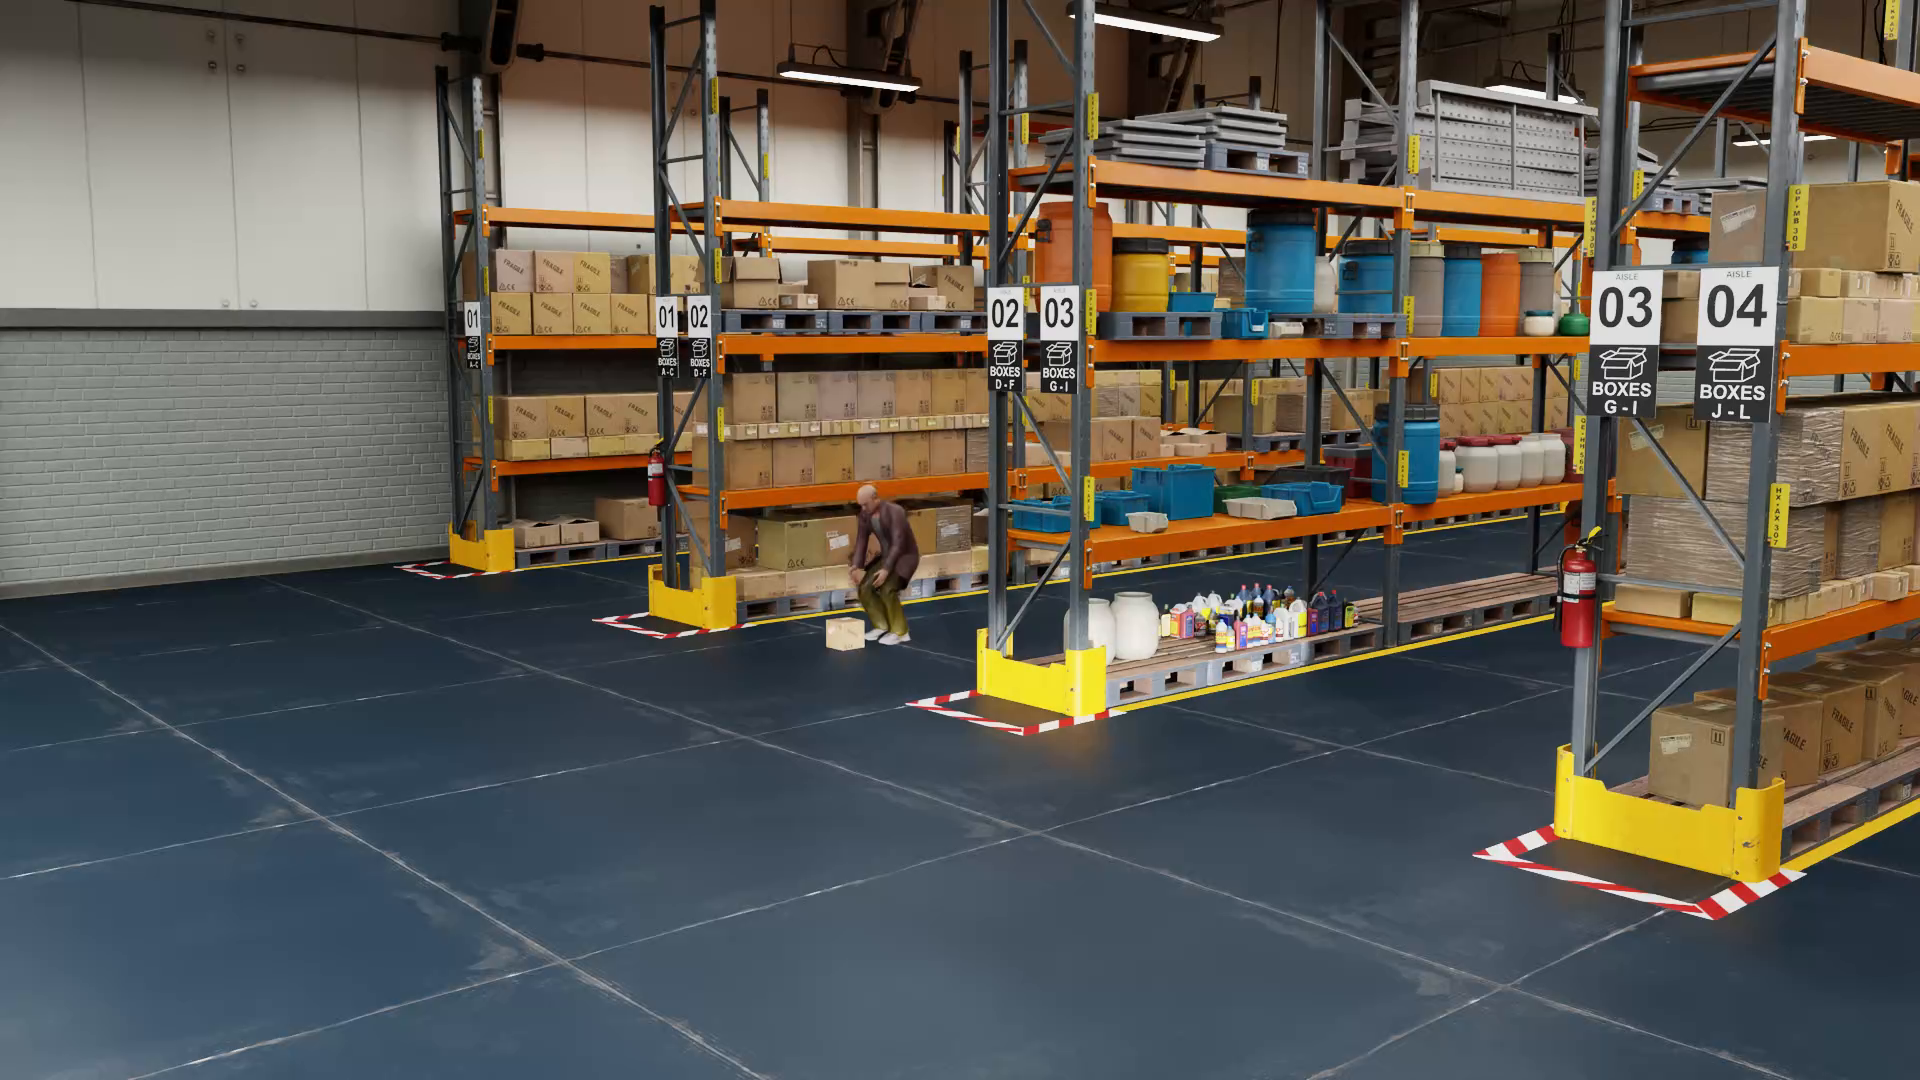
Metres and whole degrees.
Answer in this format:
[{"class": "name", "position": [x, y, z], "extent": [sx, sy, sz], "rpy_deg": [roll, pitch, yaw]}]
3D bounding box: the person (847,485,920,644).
[{"class": "person", "position": [-0.673, 0.272, 15.384], "extent": [0.680, 1.356, 0.630], "rpy_deg": [-6, 10, -41]}]
